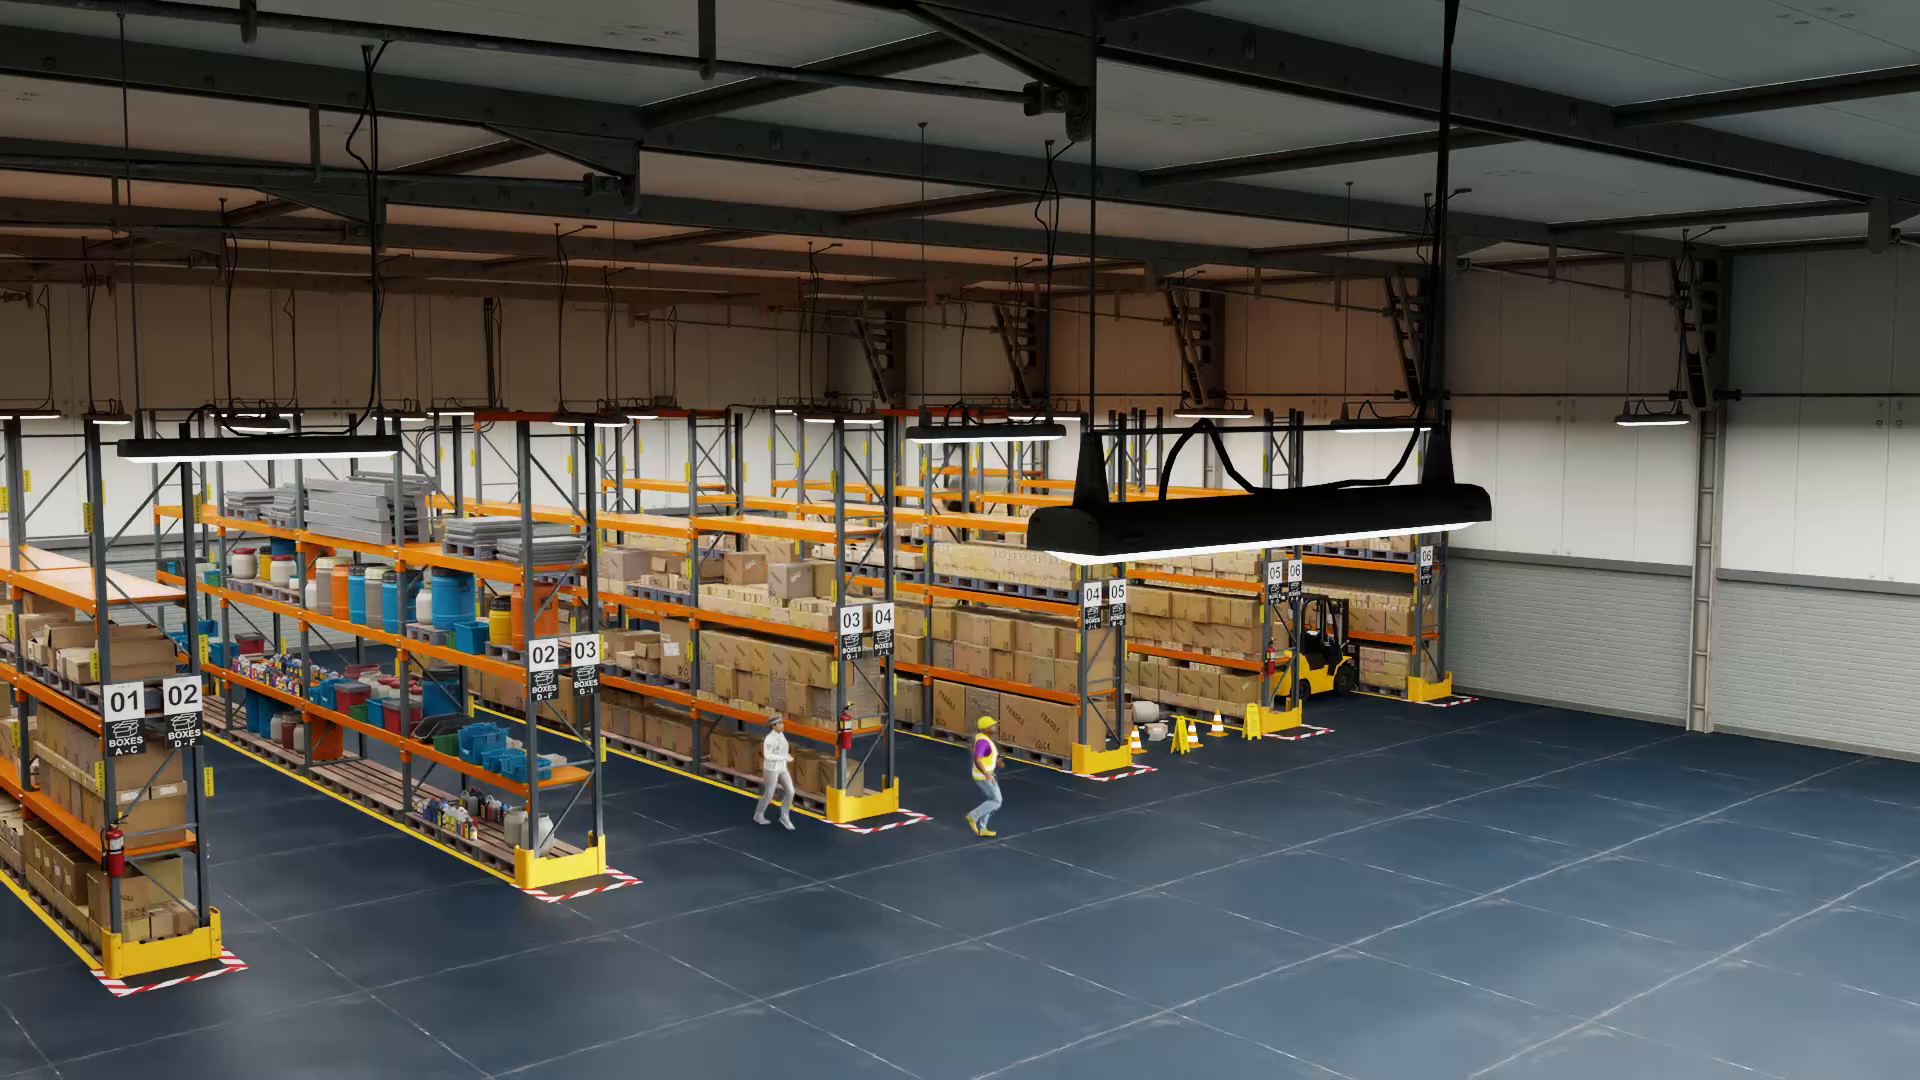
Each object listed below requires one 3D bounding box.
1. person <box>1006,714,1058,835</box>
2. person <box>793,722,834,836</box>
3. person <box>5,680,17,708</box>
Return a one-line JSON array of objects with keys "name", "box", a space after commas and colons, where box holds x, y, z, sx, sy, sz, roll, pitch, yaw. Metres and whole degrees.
[{"name": "person", "box": [1.032, 3.370, 23.927, 0.751, 1.753, 0.692, 0, 5, -2]}, {"name": "person", "box": [-2.078, 3.422, 23.846, 0.510, 1.653, 0.618, 2, 5, 24]}, {"name": "person", "box": [-18.220, 2.703, 31.697, 0.567, 1.714, 0.739, 1, 5, 9]}]
